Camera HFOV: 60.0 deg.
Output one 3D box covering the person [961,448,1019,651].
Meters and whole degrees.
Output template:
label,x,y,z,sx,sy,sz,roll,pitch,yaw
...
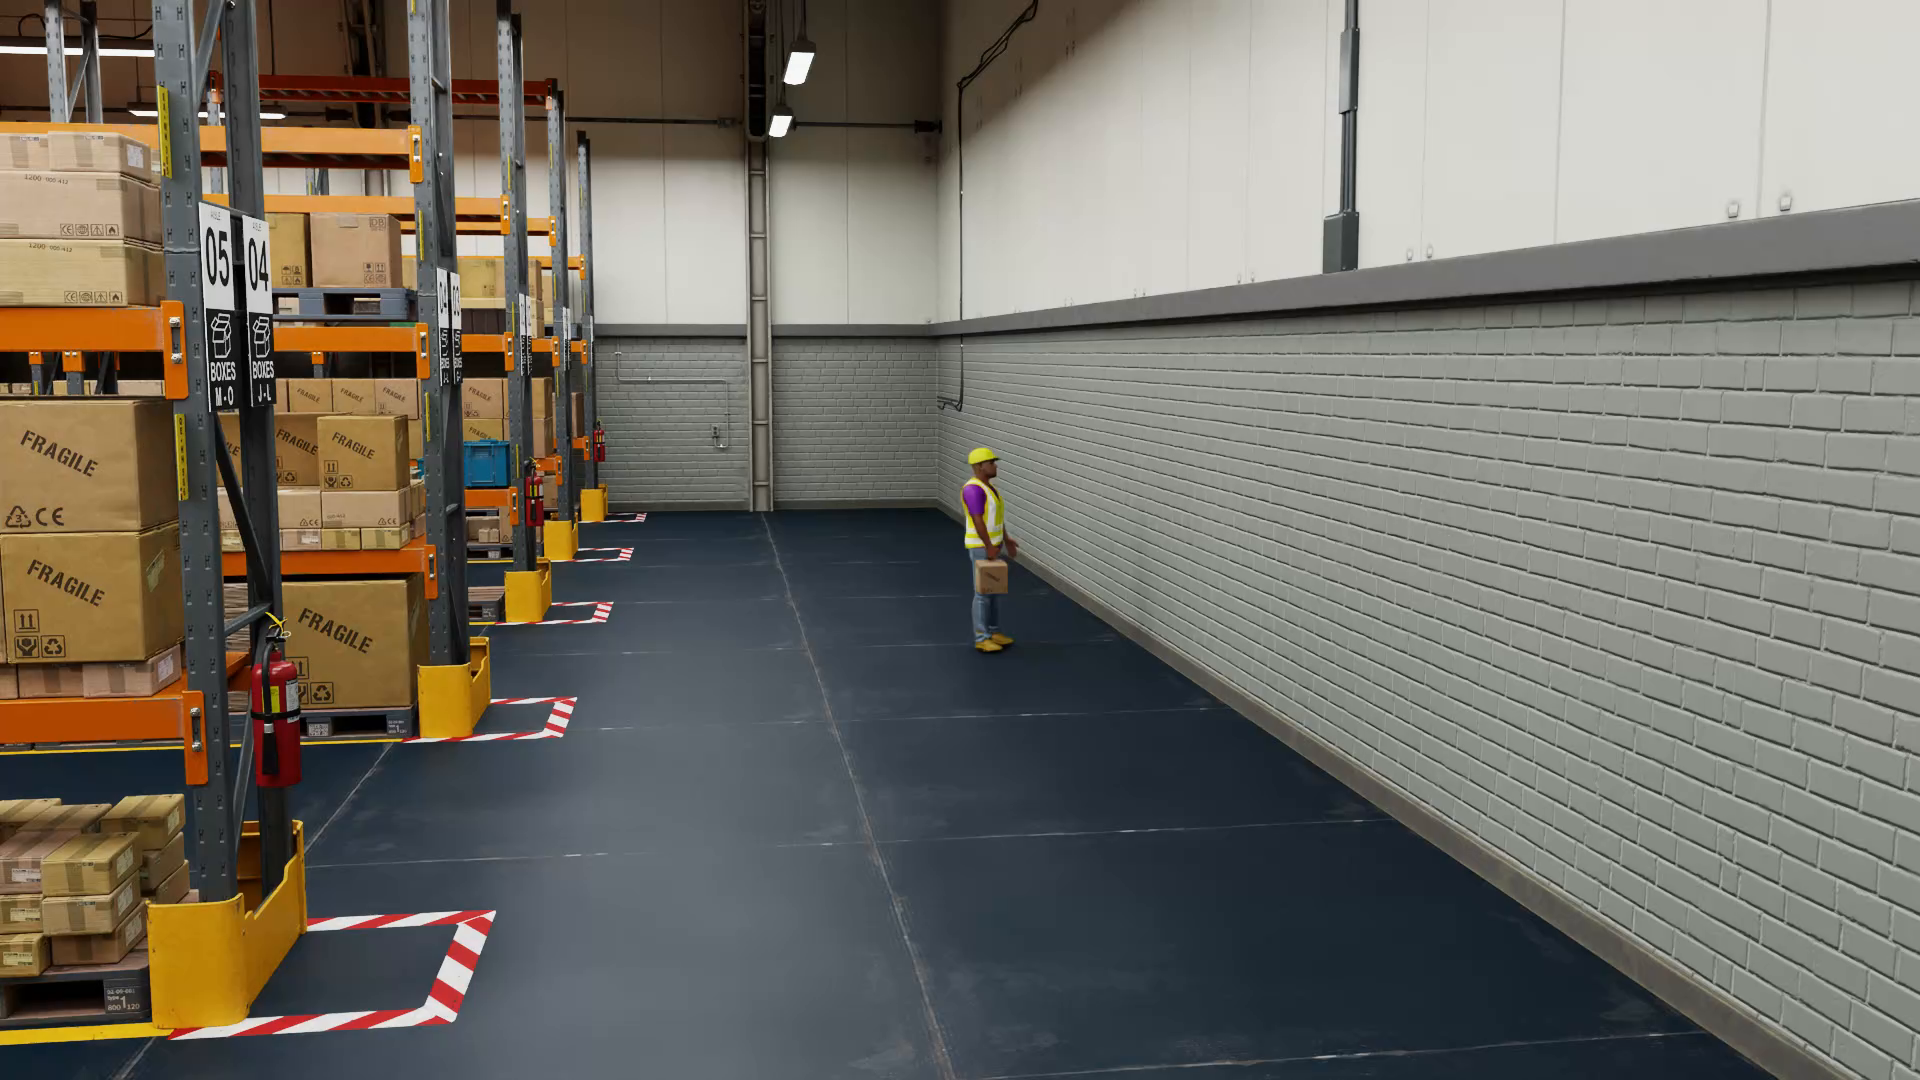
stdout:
label,x,y,z,sx,sy,sz,roll,pitch,yaw
person,0.265,0.070,14.818,0.468,1.777,0.599,2,7,16
